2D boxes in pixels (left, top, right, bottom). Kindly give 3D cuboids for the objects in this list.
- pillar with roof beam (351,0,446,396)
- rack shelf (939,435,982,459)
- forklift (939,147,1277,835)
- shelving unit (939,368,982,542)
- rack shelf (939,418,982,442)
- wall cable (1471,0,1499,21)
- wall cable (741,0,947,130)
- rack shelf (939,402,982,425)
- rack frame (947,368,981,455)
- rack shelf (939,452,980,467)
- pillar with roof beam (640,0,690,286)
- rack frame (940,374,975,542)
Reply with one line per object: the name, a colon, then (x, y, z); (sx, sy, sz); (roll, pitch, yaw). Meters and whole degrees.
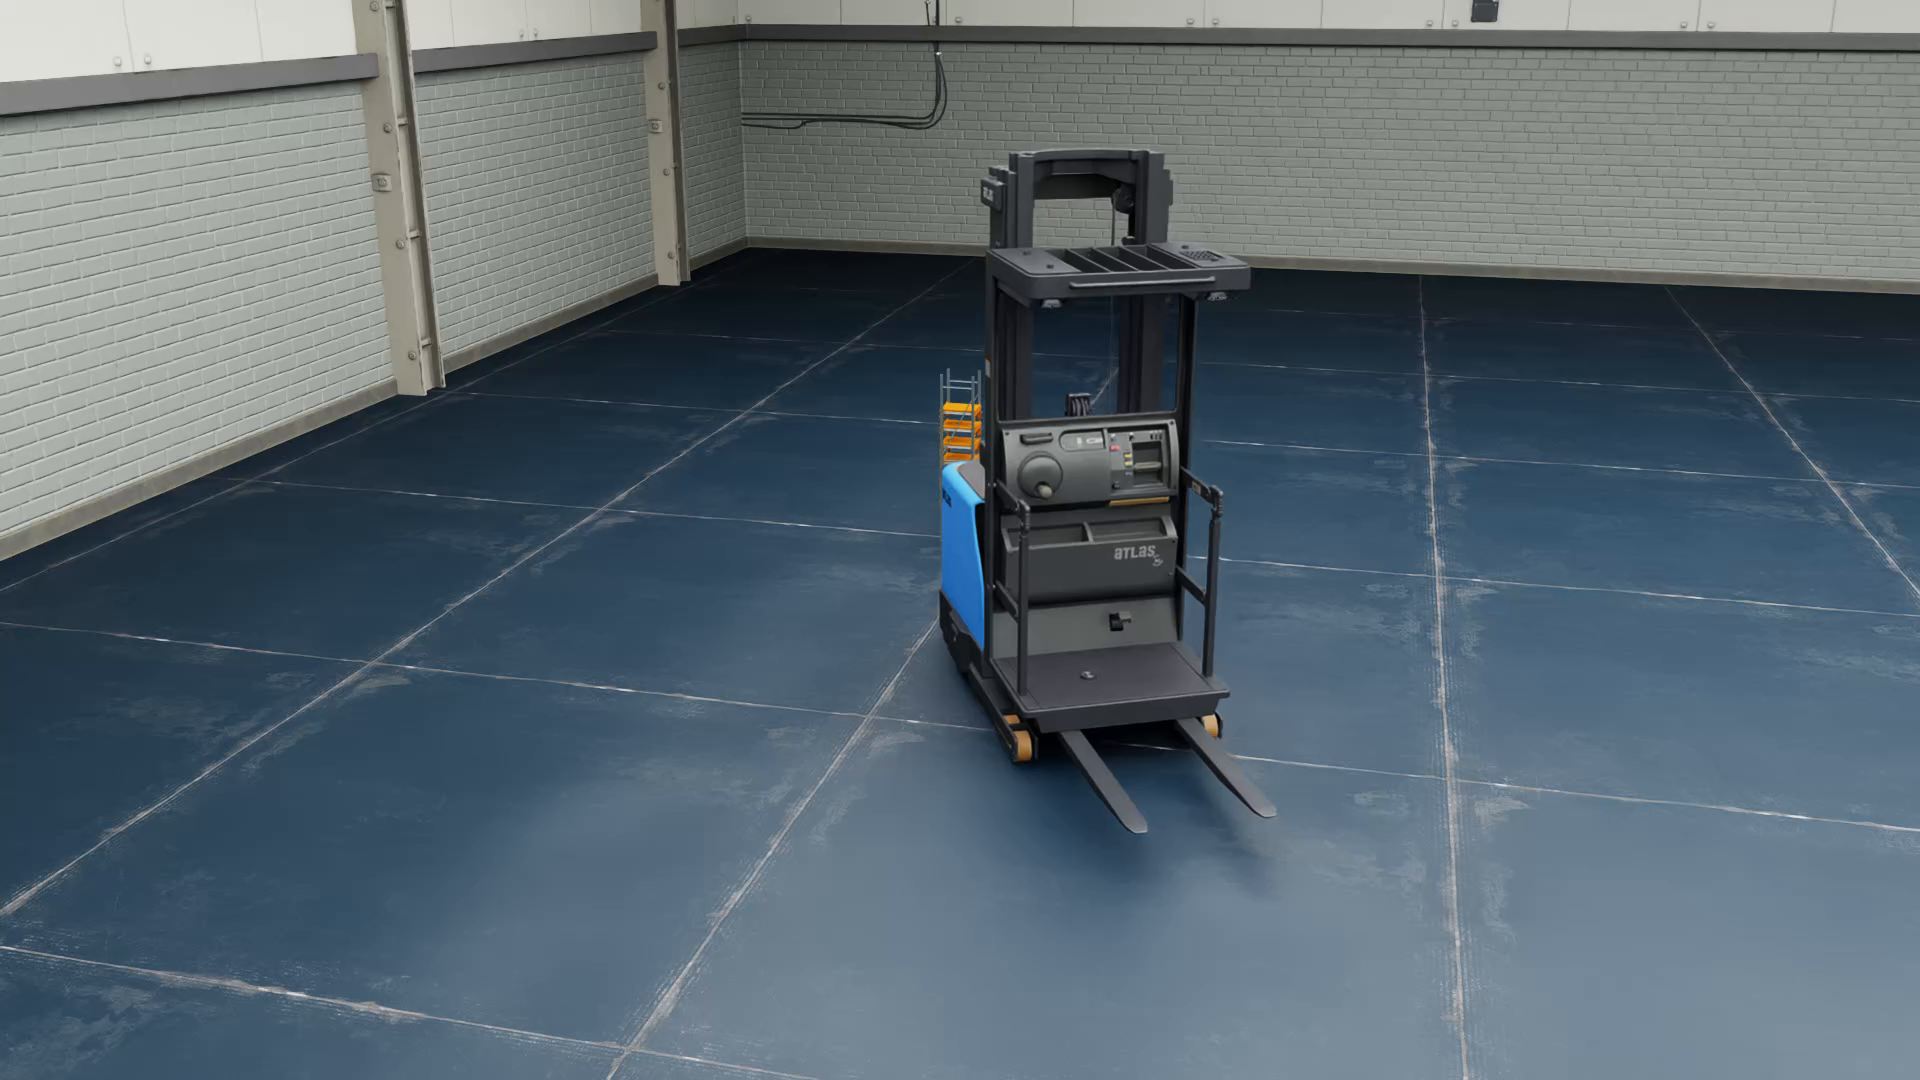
pillar with roof beam: (-0.977, -5.351, 13.433); (9.100, 9.000, 0.400); (5, 19, 13)
rack shelf: (0.004, -0.644, 11.482); (0.258, 0.103, 0.180); (5, 19, 13)
forklift: (0.726, -0.397, 8.316); (1.130, 2.935, 3.031); (-5, 19, -13)
shelving unit: (0.004, -0.572, 11.507); (0.258, 1.200, 0.189); (5, 19, 13)
rack shelf: (0.004, -0.757, 11.444); (0.258, 0.103, 0.180); (5, 19, 13)
wall cable: (7.519, -9.245, 19.572); (2.305, 6.003, 0.169); (5, 19, 13)
wall cable: (-1.683, -6.921, 22.833); (3.097, 2.526, 0.112); (5, 19, 13)
rack shelf: (0.004, -0.871, 11.405); (0.258, 0.103, 0.180); (5, 19, 13)
rack frame: (0.026, -0.601, 11.591); (0.240, 1.200, 0.006); (5, 19, 13)
rack shelf: (0.004, -0.530, 11.521); (0.258, 0.103, 0.180); (5, 19, 13)
pillar with roof beam: (0.489, -7.232, 18.938); (9.100, 9.000, 0.400); (5, 19, 13)
rack frame: (-0.019, -0.544, 11.423); (0.240, 1.200, 0.006); (5, 19, 13)
